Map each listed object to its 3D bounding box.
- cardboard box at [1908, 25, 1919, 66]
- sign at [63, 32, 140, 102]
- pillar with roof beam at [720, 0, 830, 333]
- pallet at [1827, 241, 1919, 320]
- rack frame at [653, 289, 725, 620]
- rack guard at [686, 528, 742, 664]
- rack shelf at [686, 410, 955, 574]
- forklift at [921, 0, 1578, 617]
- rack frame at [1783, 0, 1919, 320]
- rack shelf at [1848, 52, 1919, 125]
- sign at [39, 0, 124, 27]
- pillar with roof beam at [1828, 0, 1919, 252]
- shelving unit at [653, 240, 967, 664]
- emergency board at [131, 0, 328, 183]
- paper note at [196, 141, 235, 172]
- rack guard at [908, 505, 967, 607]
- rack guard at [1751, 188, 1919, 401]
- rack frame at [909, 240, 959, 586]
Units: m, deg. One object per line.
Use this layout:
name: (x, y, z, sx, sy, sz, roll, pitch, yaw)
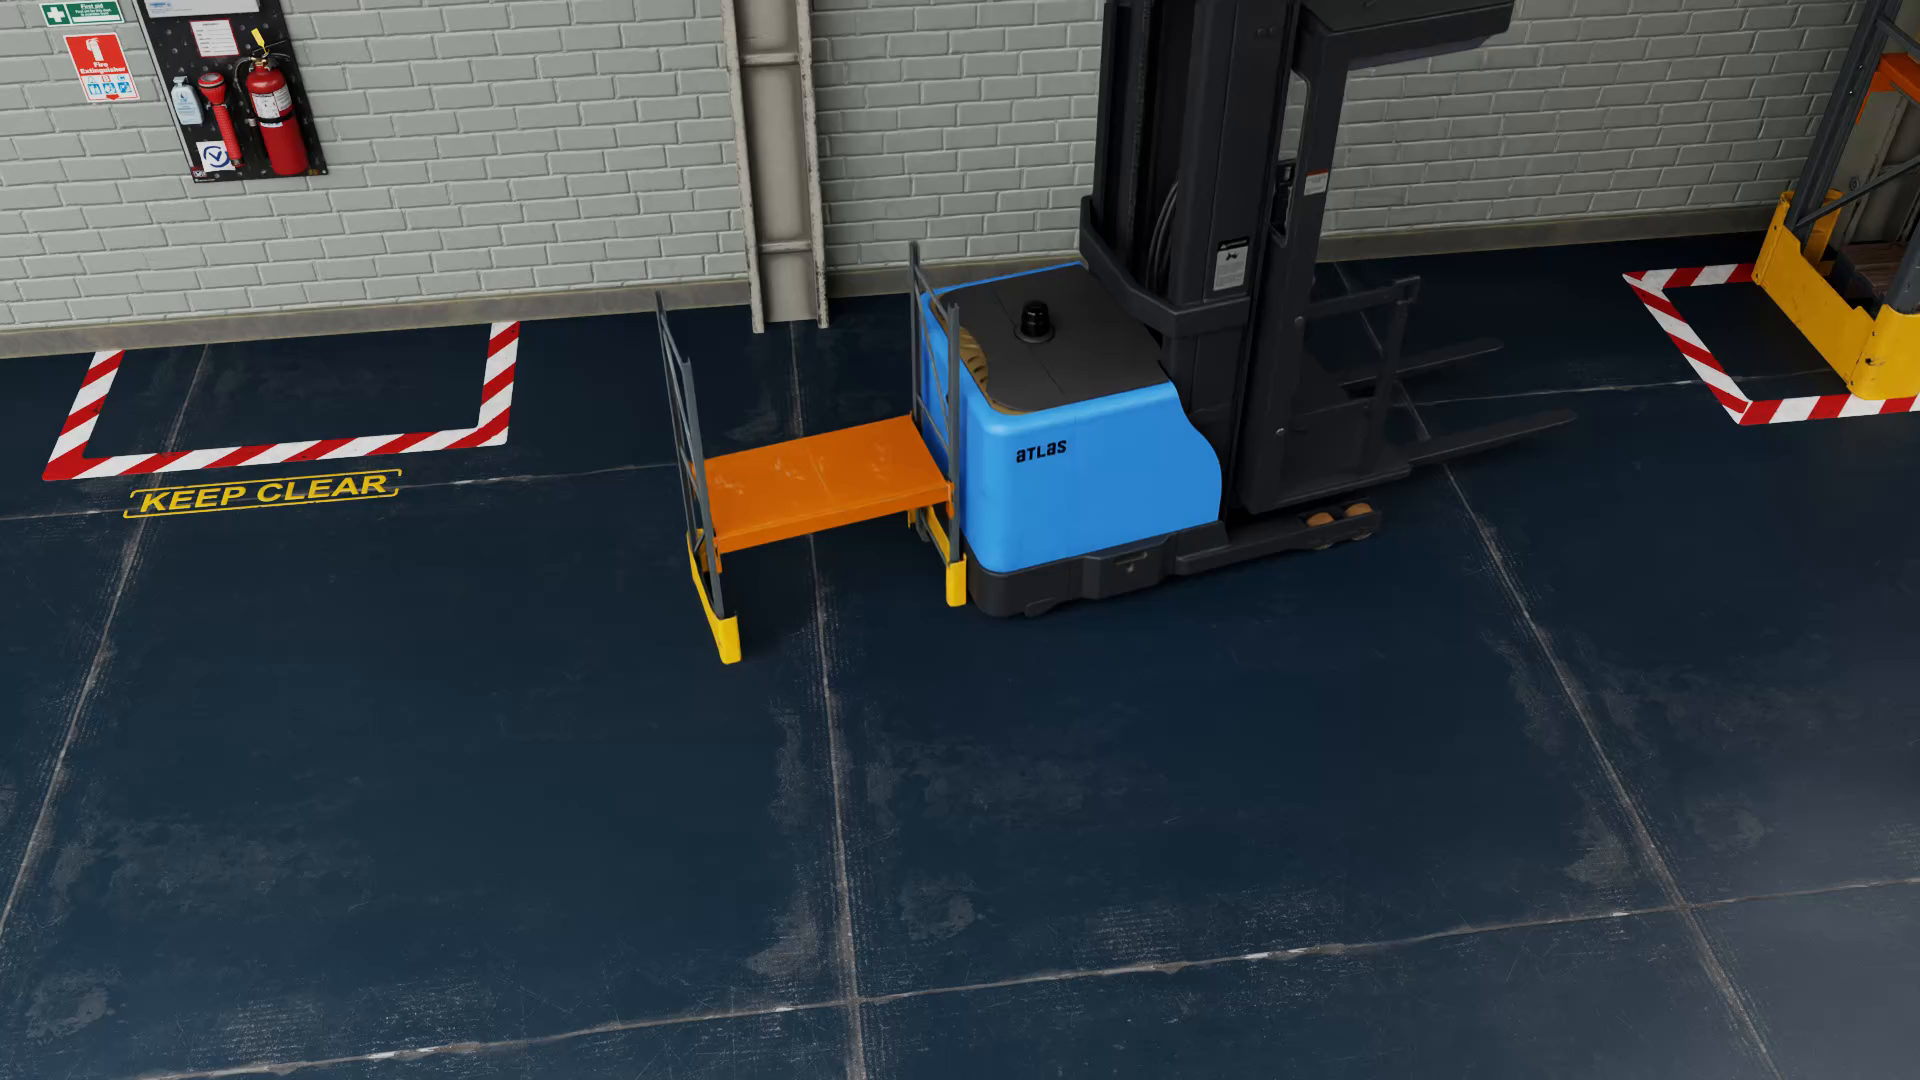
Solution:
cardboard box: (4.907, -2.317, 7.891, 0.500, 0.250, 0.500, -4, 42, -5)
sign: (-3.915, -2.155, 7.588, 0.234, 0.329, 0.001, -5, 42, -6)
pillar with roof beam: (-0.340, -1.679, 2.608, 0.400, 9.000, 9.100, -5, 42, -6)
pallet: (5.355, -1.214, 8.654, 1.213, 0.211, 1.003, -5, 42, -6)
rack frame: (-1.058, -0.228, 6.598, 0.032, 1.500, 0.500, -14, 44, -15)
rack guard: (-1.039, 0.232, 7.022, 0.087, 0.250, 0.587, -14, 44, -15)
rack shelf: (-0.580, -0.210, 6.847, 1.000, 0.185, 0.538, -14, 44, -15)
forklift: (1.353, -1.365, 6.790, 3.031, 2.935, 1.130, -14, 44, -15)
rack frame: (4.469, -2.196, 7.660, 0.127, 3.000, 1.000, -5, 42, -6)
rack shelf: (6.452, -2.102, 8.094, 4.000, 0.370, 1.077, -5, 42, -6)
sign: (-3.910, -2.346, 7.404, 0.331, 0.109, 0.001, -5, 42, -6)
pillar with roof beam: (5.609, -2.200, 3.185, 0.400, 9.000, 9.100, -5, 42, -6)
shelving unit: (-0.571, -0.346, 6.729, 1.083, 1.500, 0.587, -14, 44, -15)
emergency board: (-3.354, -2.121, 7.577, 0.643, 1.169, 0.194, -5, 42, -6)
paper note: (-3.538, -1.824, 7.906, 0.142, 0.148, 0.016, -5, 42, -6)
rack guard: (-0.103, 0.005, 7.273, 0.087, 0.250, 0.587, -14, 44, -15)
rack guard: (4.544, -1.274, 8.505, 0.348, 0.500, 1.175, -5, 42, -6)
rack frame: (-0.101, -0.459, 6.854, 0.032, 1.500, 0.500, -14, 44, -15)
